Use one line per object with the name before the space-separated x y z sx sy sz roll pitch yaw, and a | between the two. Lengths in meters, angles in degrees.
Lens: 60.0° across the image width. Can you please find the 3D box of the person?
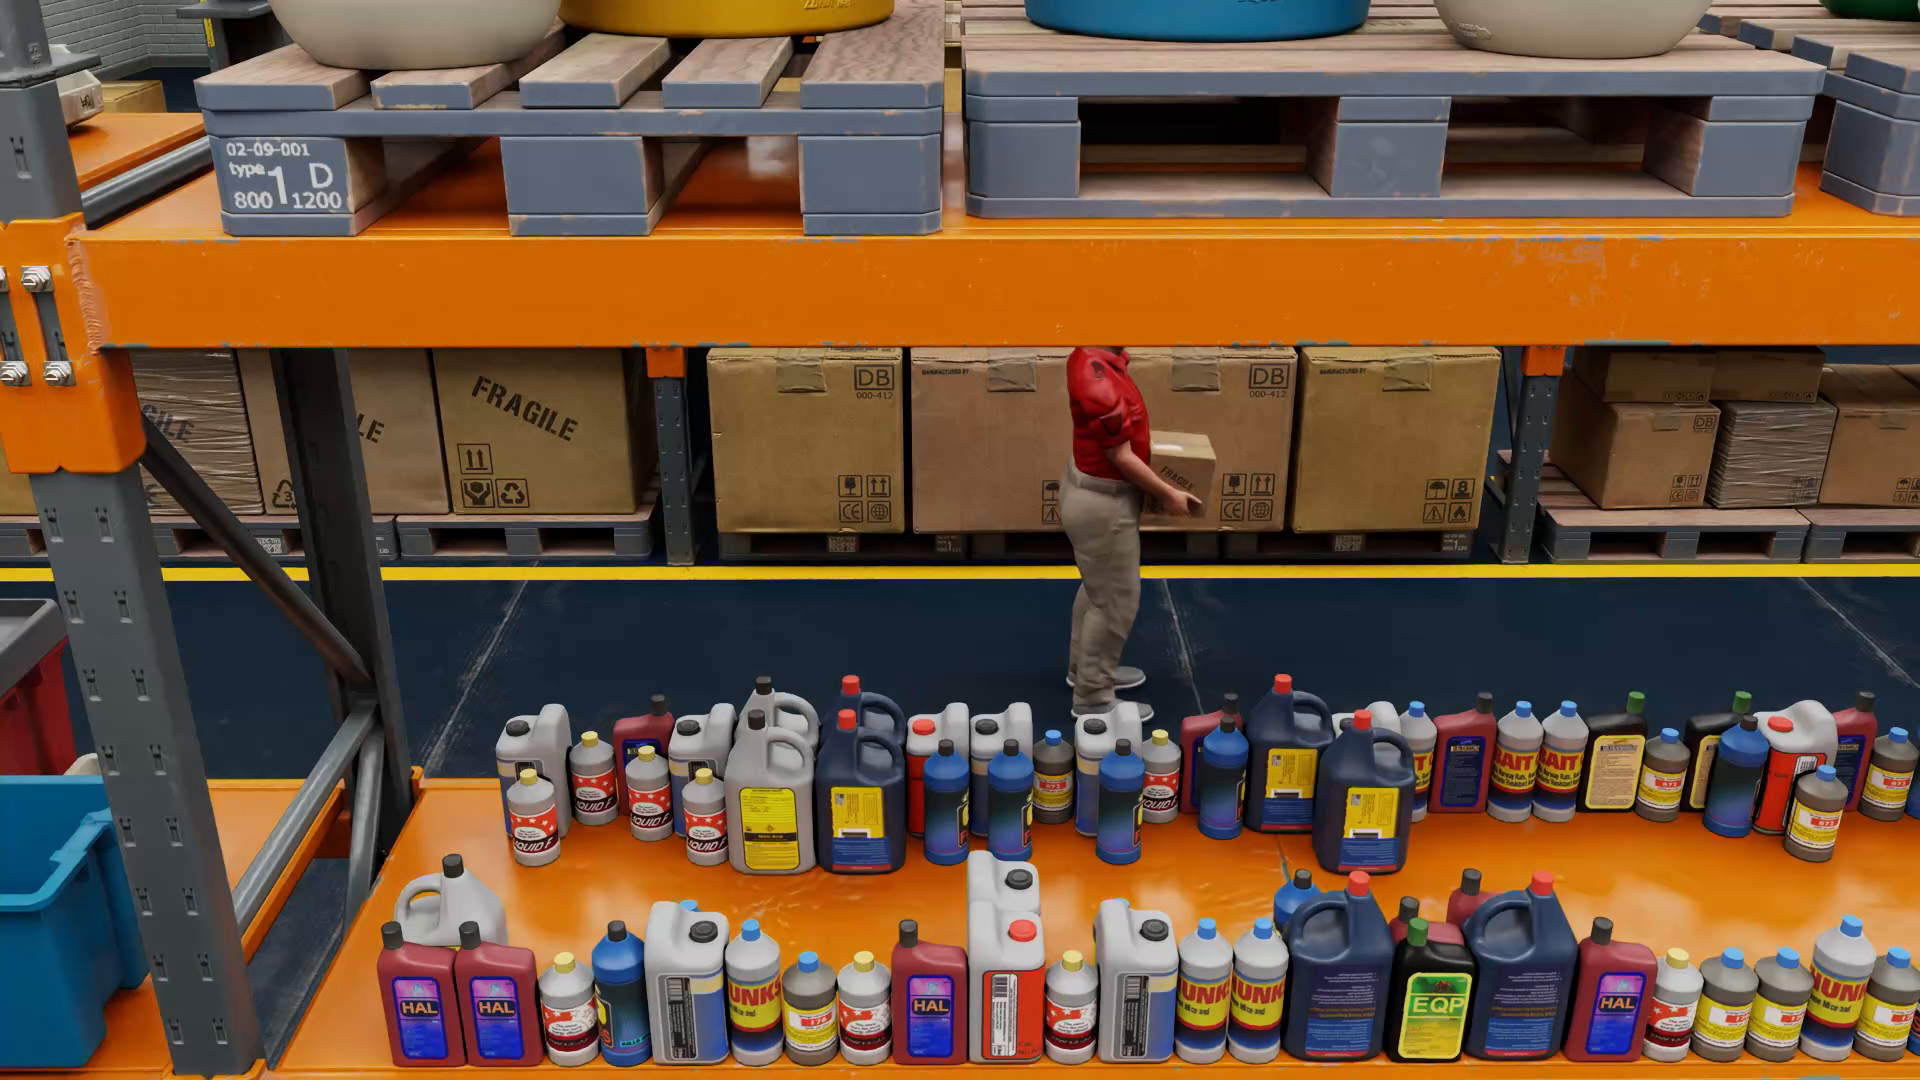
person | 0.648 -0.139 6.434 0.530 1.725 0.514 0 24 -1
